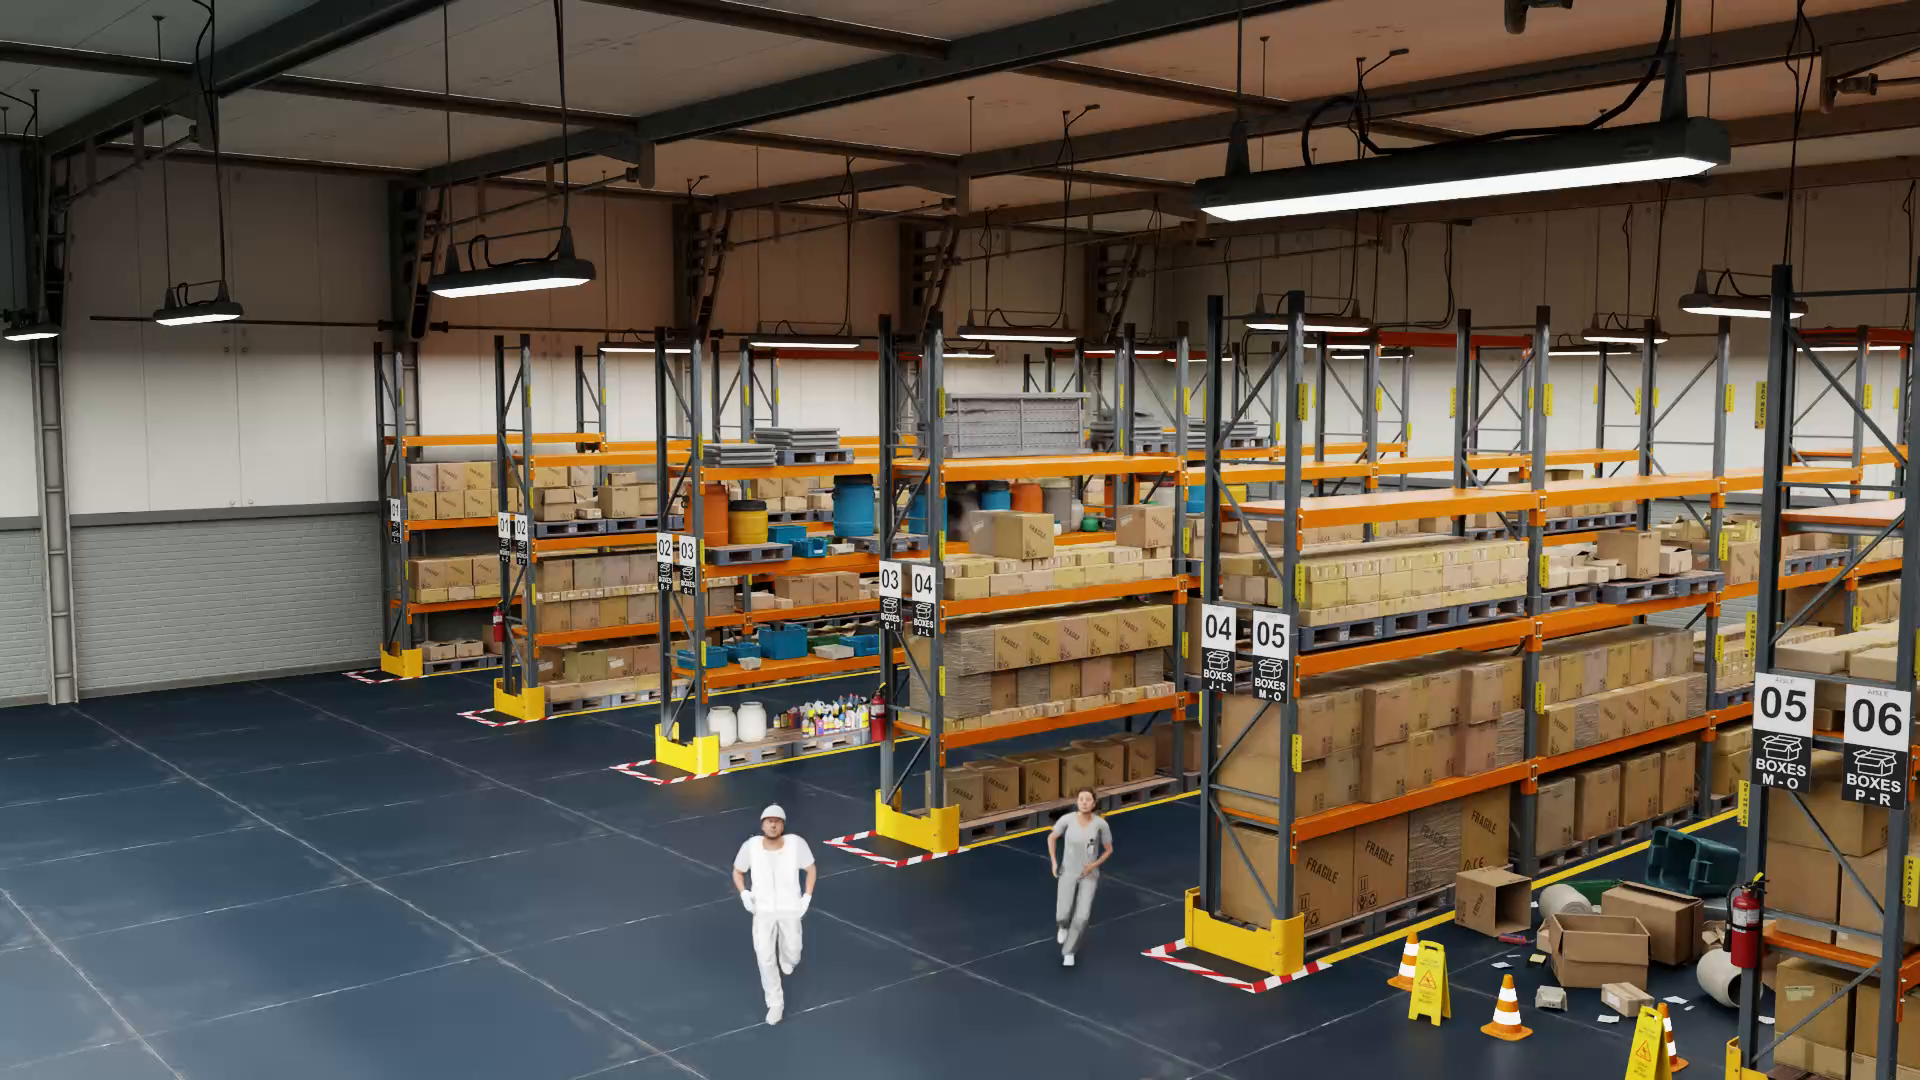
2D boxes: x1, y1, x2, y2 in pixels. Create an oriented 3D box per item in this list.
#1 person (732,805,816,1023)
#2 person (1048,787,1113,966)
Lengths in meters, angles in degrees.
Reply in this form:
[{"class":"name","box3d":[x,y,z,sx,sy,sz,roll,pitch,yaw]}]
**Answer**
[{"class":"person","box3d":[-1.543,3.056,13.852,0.698,1.736,0.736,-1,5,-8]},{"class":"person","box3d":[1.085,3.000,14.974,0.588,1.596,0.551,0,5,4]}]
